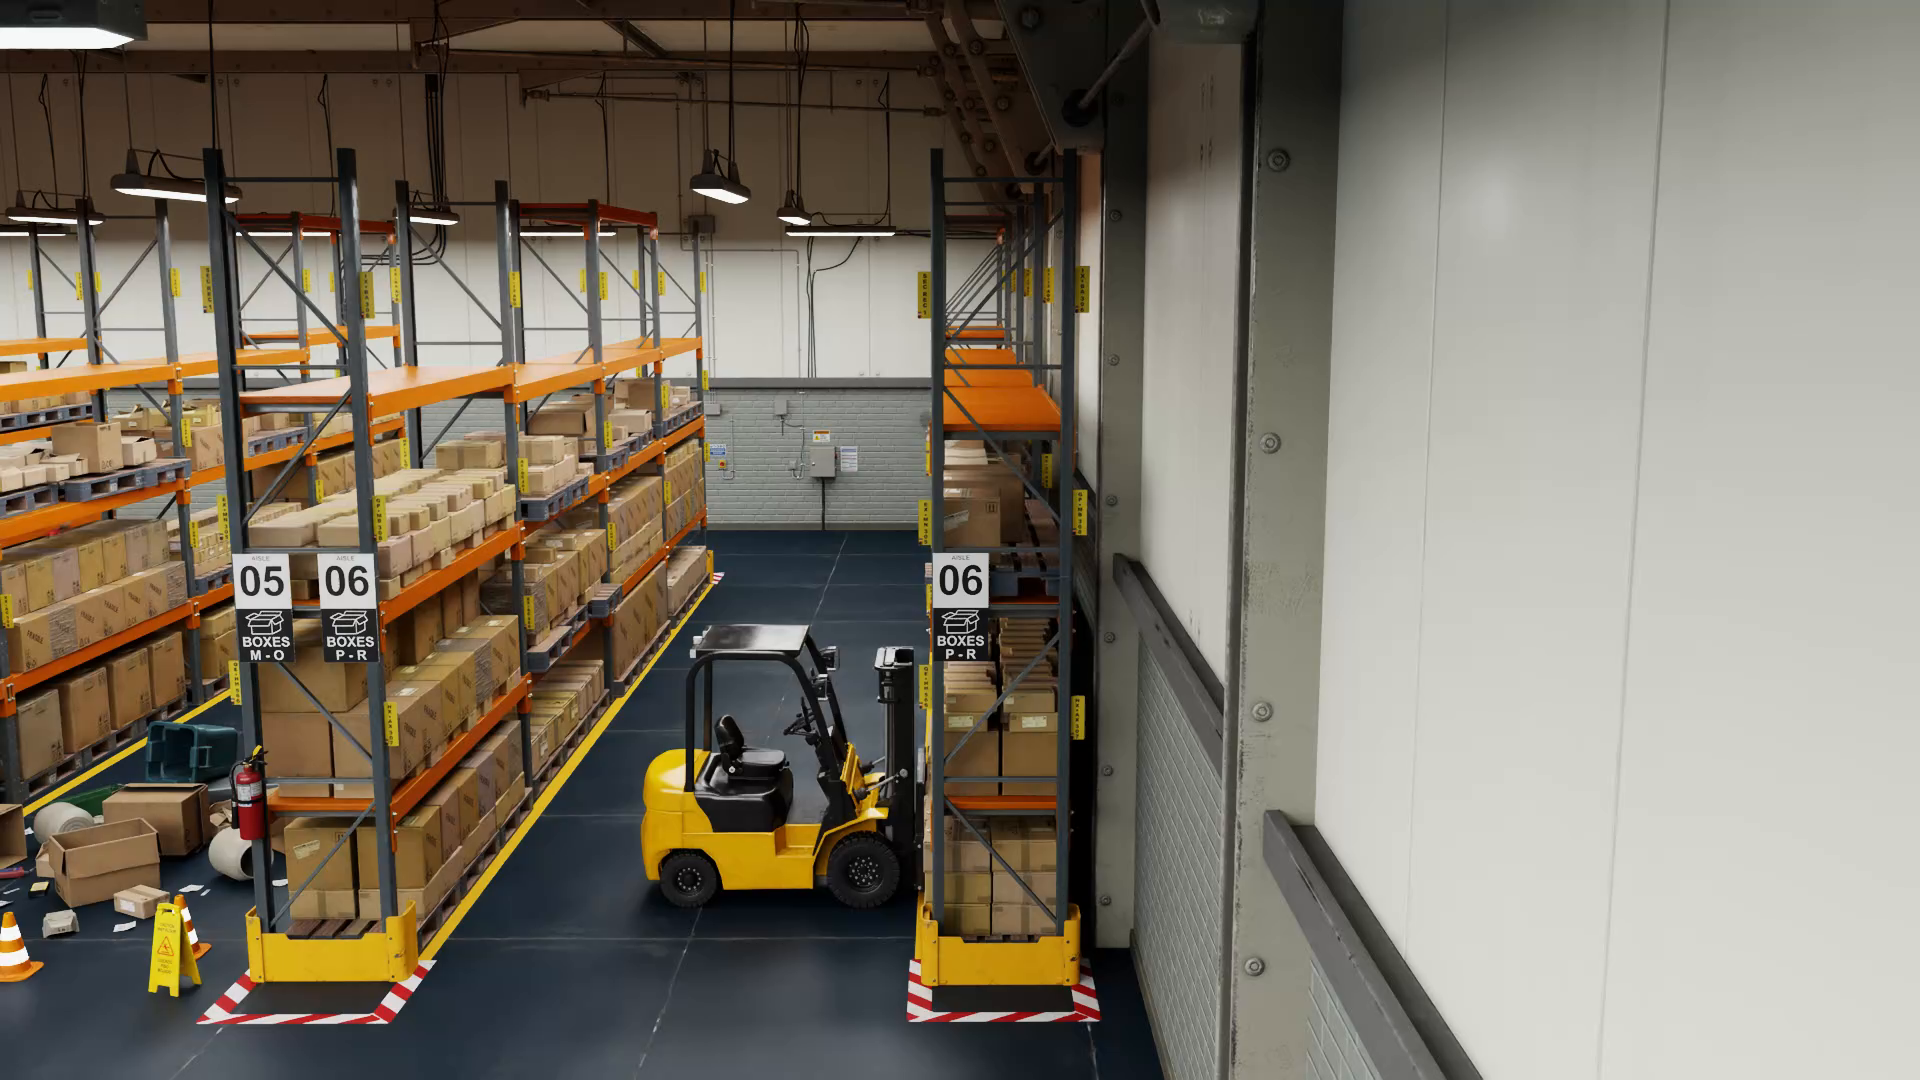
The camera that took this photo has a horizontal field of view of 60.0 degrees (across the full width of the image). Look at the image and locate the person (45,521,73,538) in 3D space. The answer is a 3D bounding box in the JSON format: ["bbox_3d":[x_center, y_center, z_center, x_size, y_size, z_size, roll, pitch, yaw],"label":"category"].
[{"bbox_3d":[-12.926,0.479,24.081,0.654,1.761,0.894,-1,9,-8],"label":"person"}]
